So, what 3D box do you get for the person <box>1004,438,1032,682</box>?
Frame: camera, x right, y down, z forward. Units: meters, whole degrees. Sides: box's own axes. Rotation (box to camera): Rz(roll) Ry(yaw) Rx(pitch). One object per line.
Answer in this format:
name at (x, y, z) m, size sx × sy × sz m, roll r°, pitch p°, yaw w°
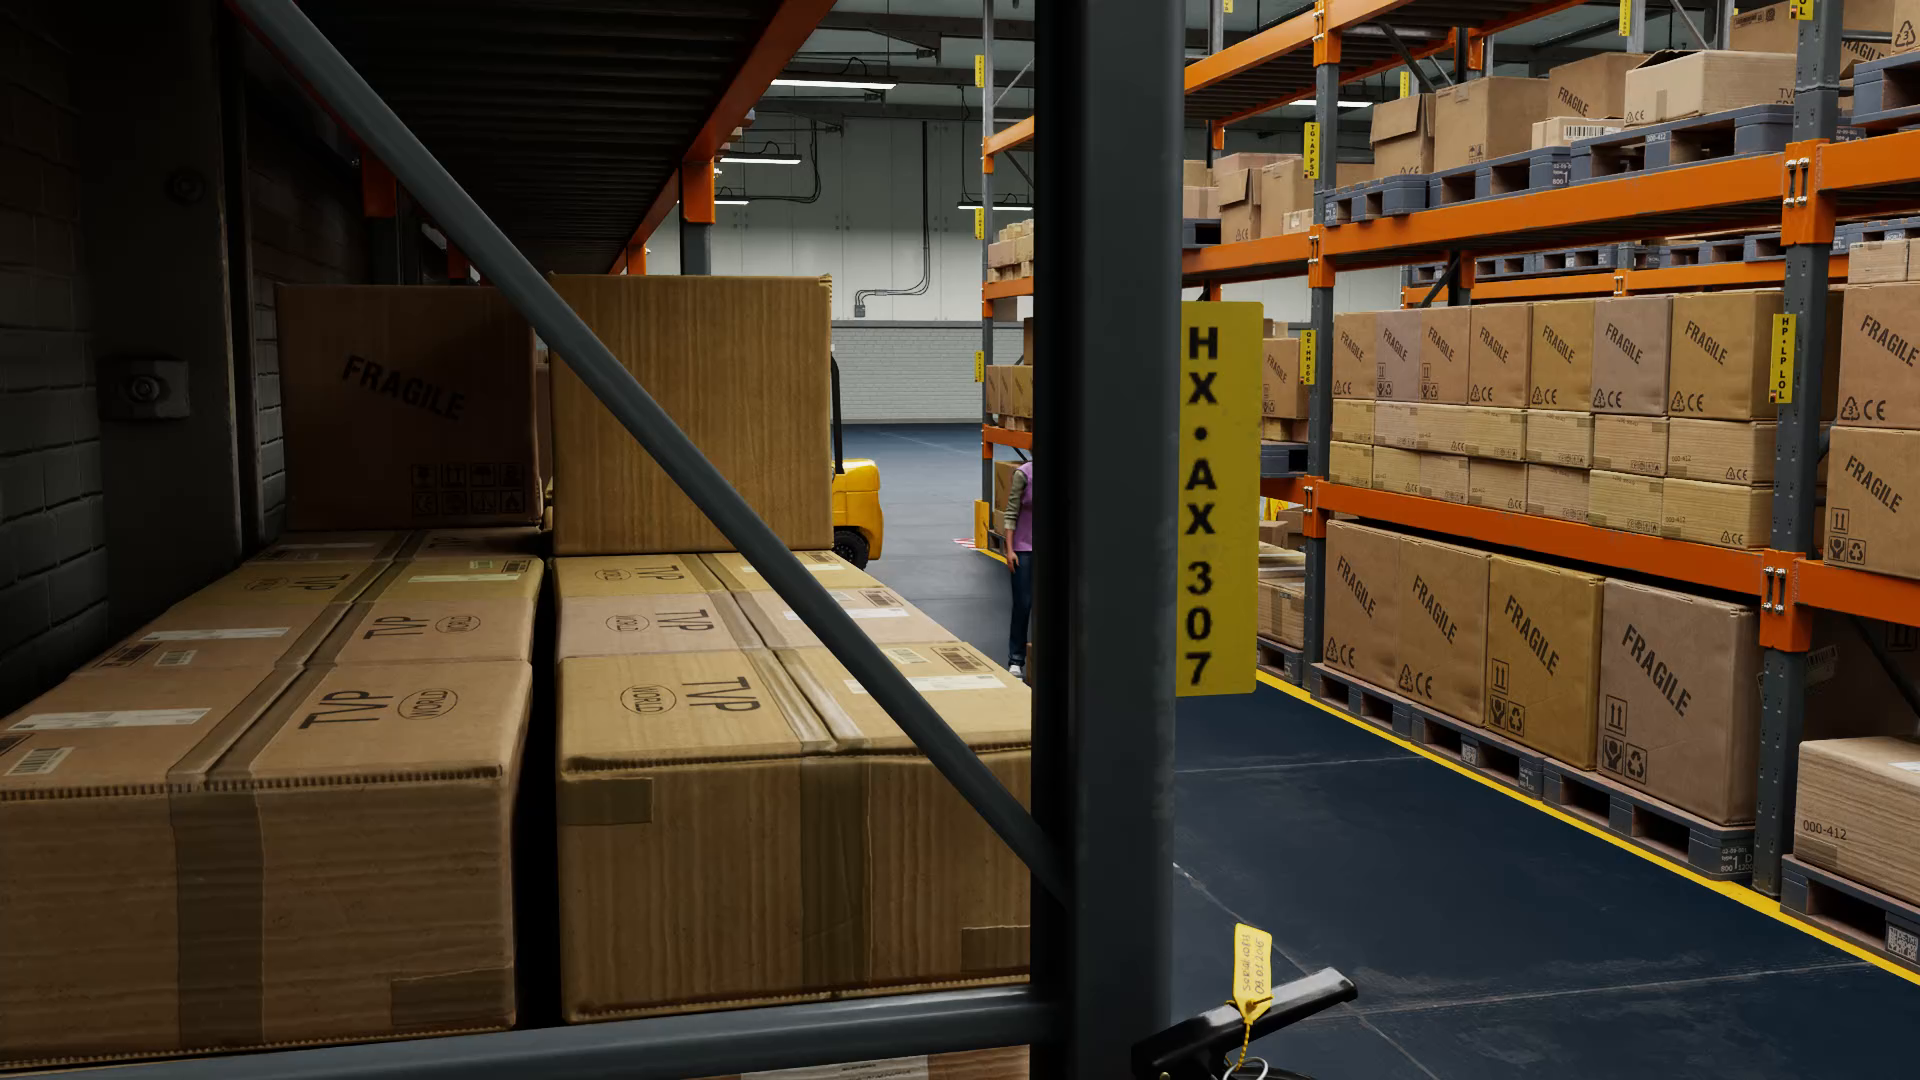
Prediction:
person at (0.507, 0.094, 10.535) m, size 0.461 × 1.593 × 0.365 m, roll -2°, pitch 7°, yaw -13°
